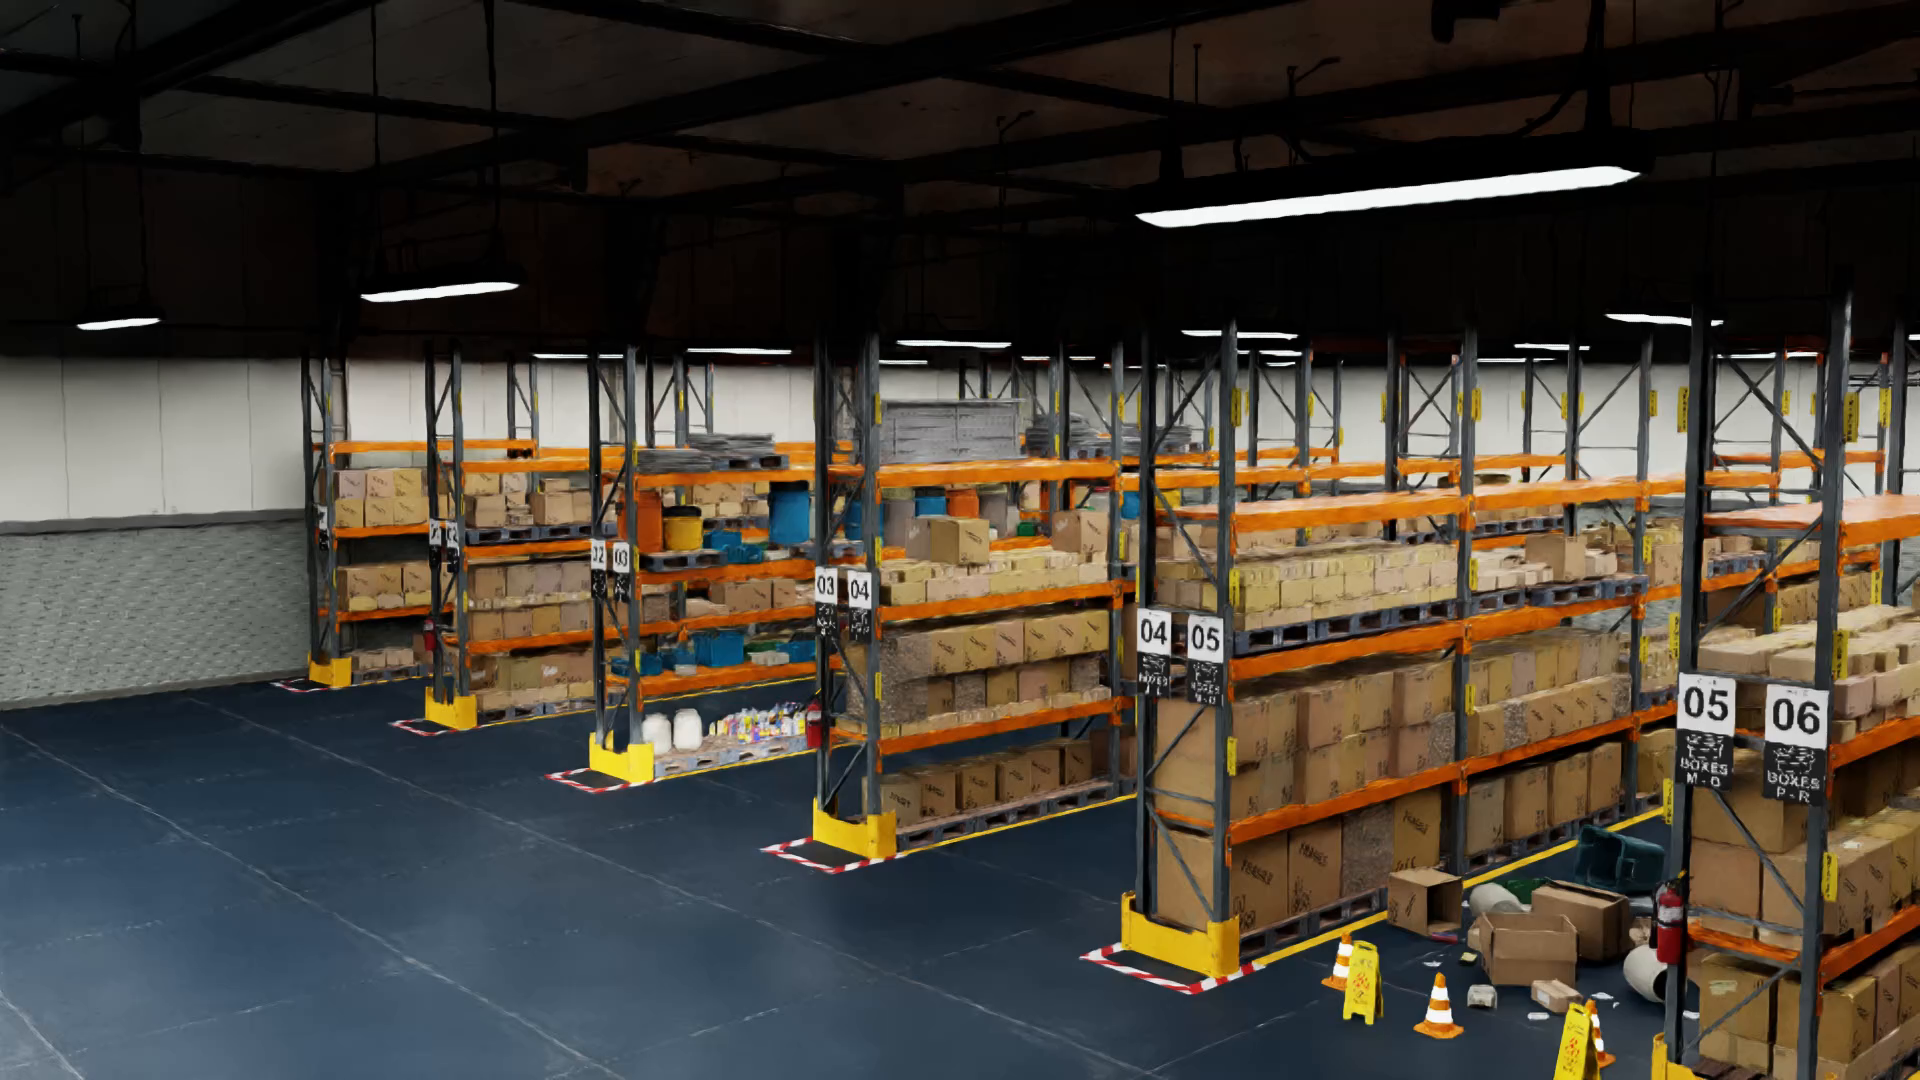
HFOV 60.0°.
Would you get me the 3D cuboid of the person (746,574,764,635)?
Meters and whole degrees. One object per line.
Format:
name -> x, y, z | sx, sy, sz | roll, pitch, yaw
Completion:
person -> -4.239, 1.381, 33.858 | 0.491, 1.590, 1.000 | 4, 6, 39
